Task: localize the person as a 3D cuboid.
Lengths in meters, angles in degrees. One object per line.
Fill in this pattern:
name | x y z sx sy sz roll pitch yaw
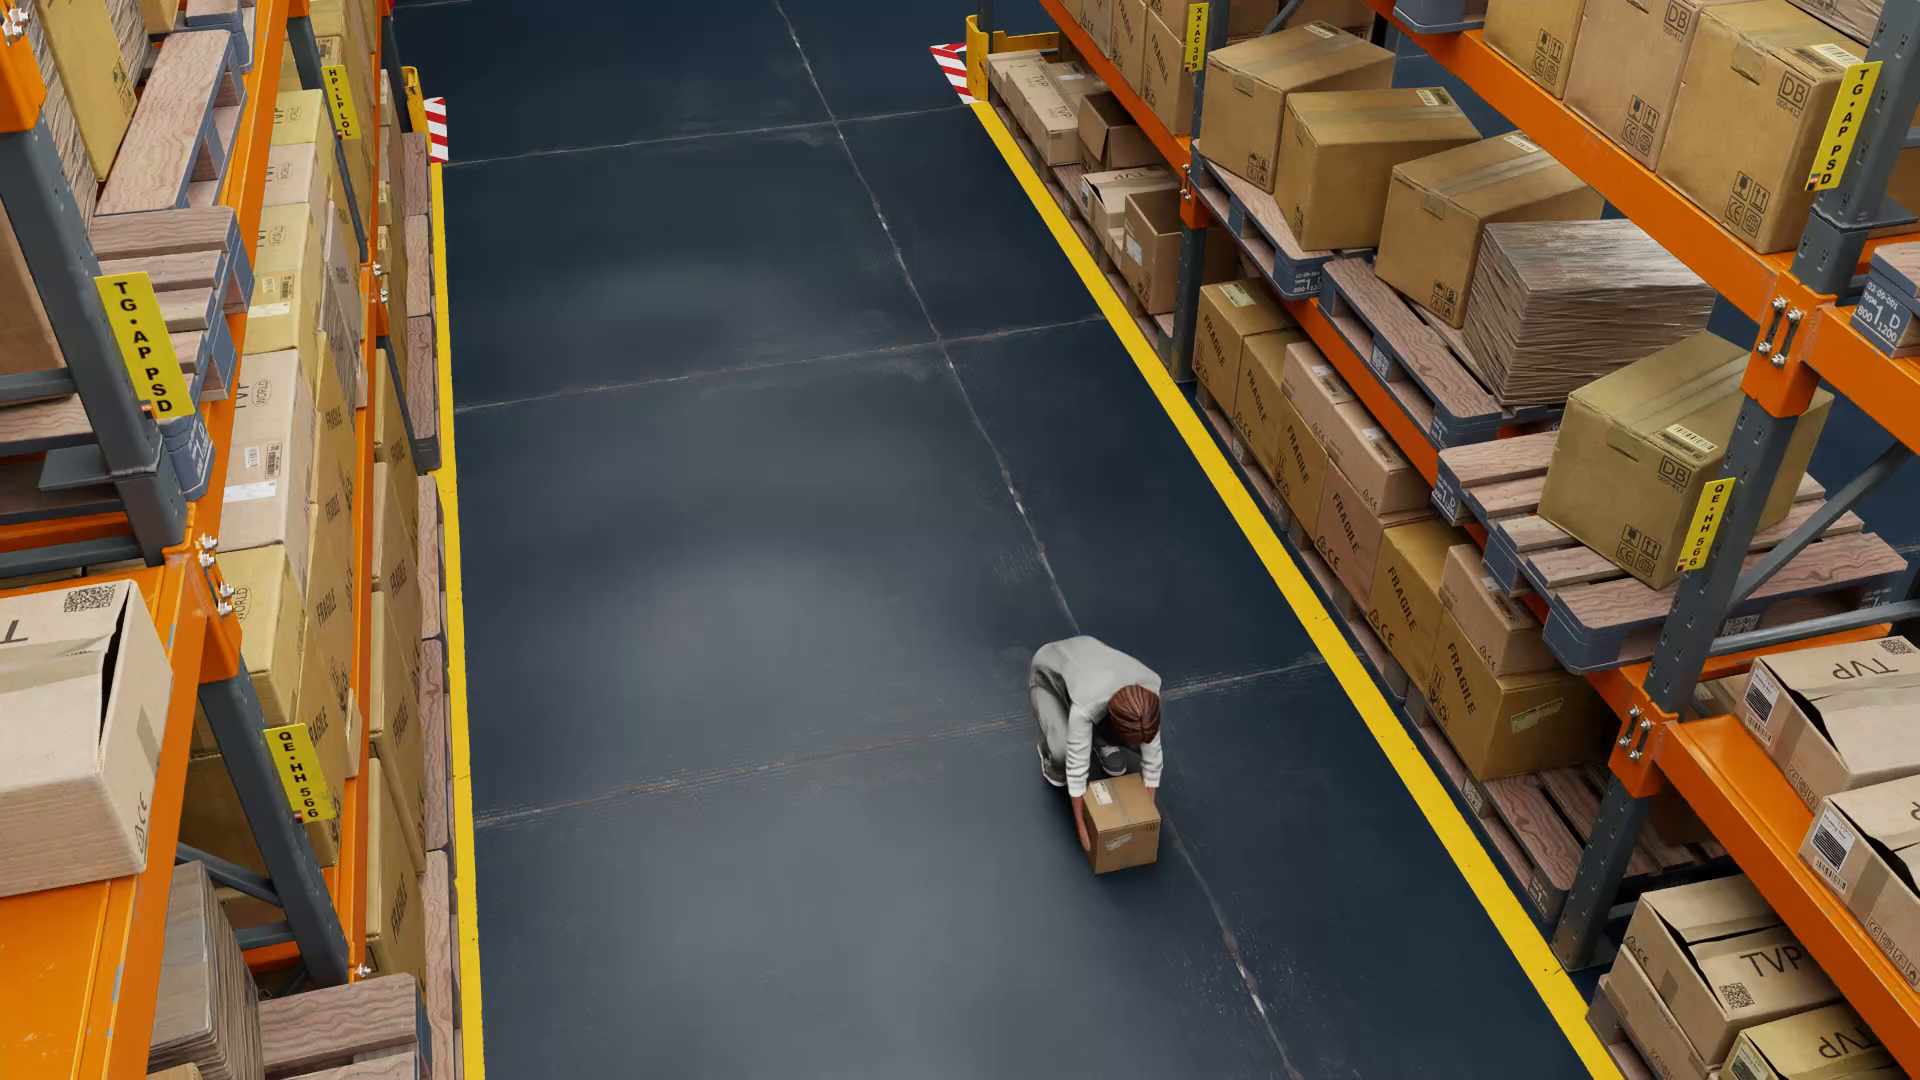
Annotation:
person | 0.533 0.701 6.534 0.437 0.747 0.806 -9 40 -12
